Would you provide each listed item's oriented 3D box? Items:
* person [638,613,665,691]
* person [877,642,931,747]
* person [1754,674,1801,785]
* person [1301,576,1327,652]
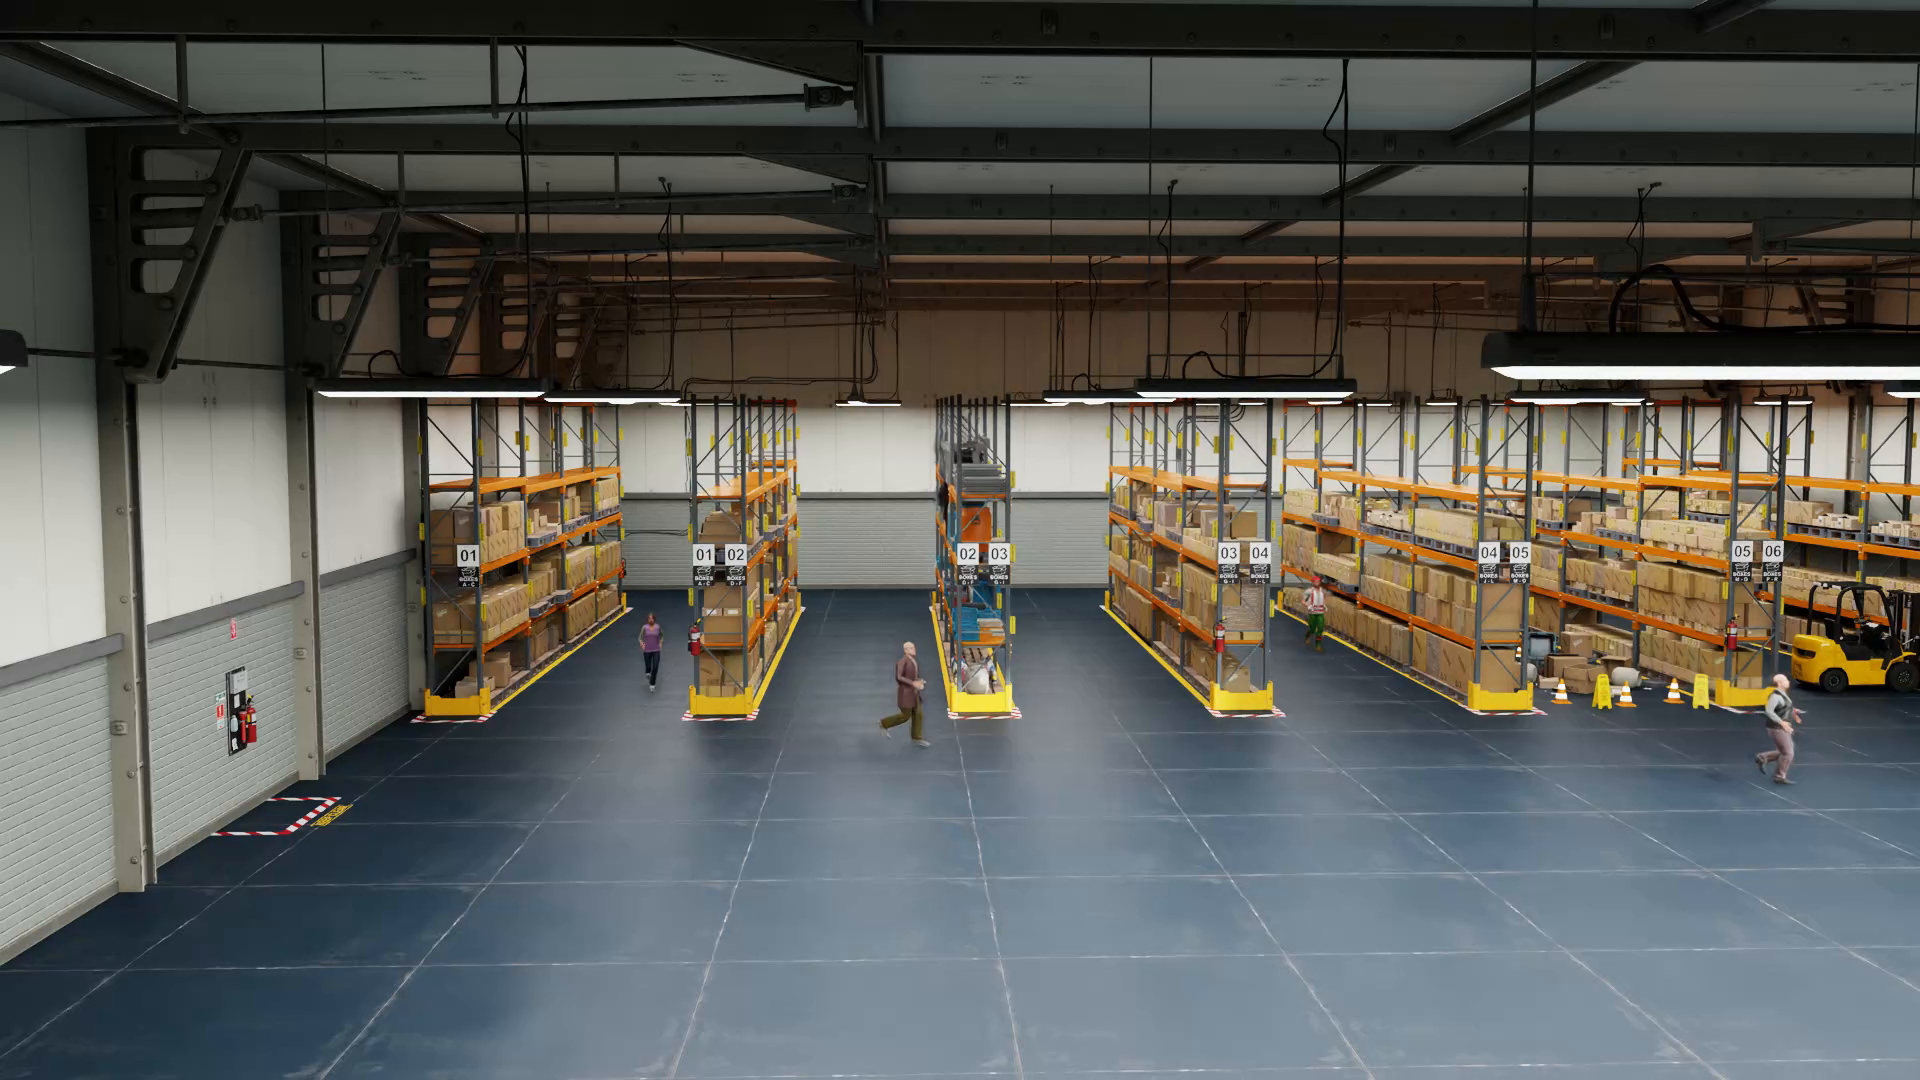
[{"bbox_3d":[-6.306,2.275,34.019,0.536,1.568,0.664,-1,5,-15],"label":"person"},{"bbox_3d":[-0.931,2.620,28.393,0.934,1.779,0.718,2,5,23],"label":"person"},{"bbox_3d":[12.477,2.883,25.410,0.640,1.680,0.652,3,6,36],"label":"person"},{"bbox_3d":[8.413,1.734,39.357,0.667,1.763,0.860,-1,5,-12],"label":"person"}]
